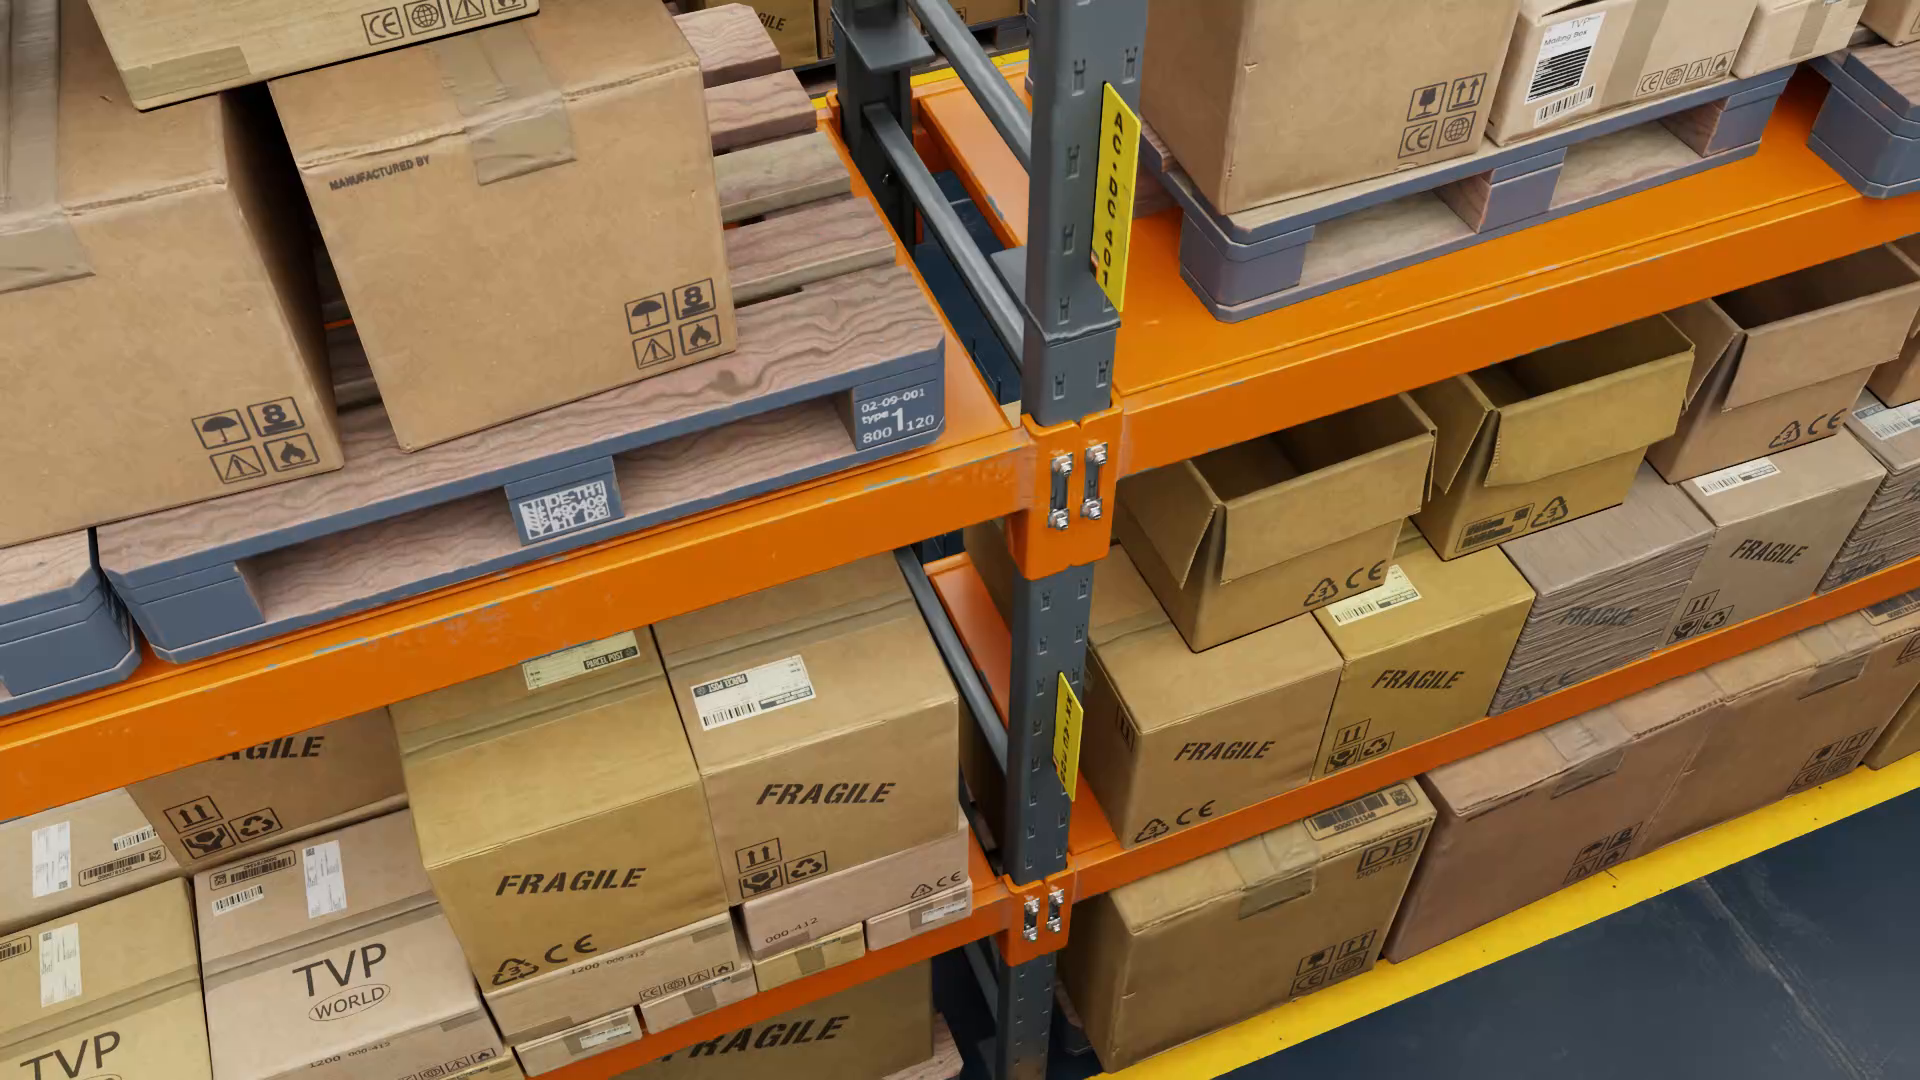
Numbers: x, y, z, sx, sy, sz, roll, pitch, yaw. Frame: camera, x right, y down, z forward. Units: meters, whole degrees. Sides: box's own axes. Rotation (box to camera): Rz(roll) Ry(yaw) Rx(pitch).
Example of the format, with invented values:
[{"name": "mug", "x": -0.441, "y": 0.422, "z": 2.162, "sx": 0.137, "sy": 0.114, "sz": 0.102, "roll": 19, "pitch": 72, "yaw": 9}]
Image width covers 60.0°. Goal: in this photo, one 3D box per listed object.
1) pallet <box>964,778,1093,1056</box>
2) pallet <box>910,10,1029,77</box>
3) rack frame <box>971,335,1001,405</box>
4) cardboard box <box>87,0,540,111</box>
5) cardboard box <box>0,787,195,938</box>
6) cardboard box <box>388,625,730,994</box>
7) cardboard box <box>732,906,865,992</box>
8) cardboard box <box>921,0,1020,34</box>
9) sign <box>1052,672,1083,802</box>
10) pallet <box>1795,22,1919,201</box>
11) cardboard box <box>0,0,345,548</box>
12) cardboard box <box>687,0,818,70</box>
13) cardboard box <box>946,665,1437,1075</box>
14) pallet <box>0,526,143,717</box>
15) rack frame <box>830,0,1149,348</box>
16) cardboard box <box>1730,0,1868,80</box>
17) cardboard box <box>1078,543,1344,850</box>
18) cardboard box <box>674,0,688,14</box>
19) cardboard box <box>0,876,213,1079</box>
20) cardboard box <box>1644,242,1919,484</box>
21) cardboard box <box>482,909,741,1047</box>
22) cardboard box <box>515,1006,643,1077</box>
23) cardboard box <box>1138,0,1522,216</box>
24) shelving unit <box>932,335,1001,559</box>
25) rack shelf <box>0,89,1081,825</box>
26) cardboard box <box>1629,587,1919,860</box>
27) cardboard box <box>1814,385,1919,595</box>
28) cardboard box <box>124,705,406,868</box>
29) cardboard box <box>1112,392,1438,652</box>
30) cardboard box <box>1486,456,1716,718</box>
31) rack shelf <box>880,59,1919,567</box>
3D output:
[{"name": "pallet", "x": 0.688, "y": 0.948, "z": 5.296, "sx": 1.213, "sy": 0.211, "sz": 1.003, "roll": -17, "pitch": 52, "yaw": -14}, {"name": "pallet", "x": 0.072, "y": -2.867, "z": 8.573, "sx": 1.213, "sy": 0.211, "sz": 1.003, "roll": -17, "pitch": 52, "yaw": -14}, {"name": "rack frame", "x": 0.087, "y": -0.320, "z": 5.932, "sx": 0.006, "sy": 0.900, "sz": 0.240, "roll": -17, "pitch": 52, "yaw": -14}, {"name": "cardboard box", "x": -0.871, "y": -0.844, "z": 2.117, "sx": 0.500, "sy": 0.250, "sz": 0.500, "roll": -20, "pitch": 52, "yaw": -17}, {"name": "cardboard box", "x": -1.931, "y": 0.645, "z": 3.622, "sx": 0.500, "sy": 0.250, "sz": 0.500, "roll": -17, "pitch": 51, "yaw": -14}, {"name": "cardboard box", "x": -0.788, "y": 0.482, "z": 3.267, "sx": 0.500, "sy": 0.500, "sz": 0.500, "roll": -17, "pitch": 51, "yaw": -14}, {"name": "cardboard box", "x": -0.395, "y": 0.788, "z": 3.762, "sx": 0.250, "sy": 0.149, "sz": 0.380, "roll": -16, "pitch": 51, "yaw": -14}, {"name": "cardboard box", "x": -0.026, "y": -2.859, "z": 8.099, "sx": 0.500, "sy": 0.500, "sz": 0.500, "roll": -16, "pitch": 51, "yaw": -14}, {"name": "sign", "x": 0.213, "y": 0.396, "z": 3.310, "sx": 0.005, "sy": 0.325, "sz": 0.100, "roll": -17, "pitch": 52, "yaw": -14}, {"name": "pallet", "x": 2.095, "y": -1.204, "z": 3.454, "sx": 1.213, "sy": 0.211, "sz": 1.003, "roll": -15, "pitch": 51, "yaw": -13}, {"name": "cardboard box", "x": -1.199, "y": -0.447, "z": 2.271, "sx": 0.500, "sy": 0.500, "sz": 0.700, "roll": -15, "pitch": 51, "yaw": -12}, {"name": "cardboard box", "x": -0.995, "y": -2.546, "z": 7.830, "sx": 0.500, "sy": 0.500, "sz": 0.500, "roll": -15, "pitch": 51, "yaw": -13}, {"name": "cardboard box", "x": 0.587, "y": 0.672, "z": 4.819, "sx": 0.875, "sy": 0.875, "sz": 1.225, "roll": -17, "pitch": 51, "yaw": -14}, {"name": "pallet", "x": -1.887, "y": -0.060, "z": 2.405, "sx": 1.213, "sy": 0.211, "sz": 1.003, "roll": -17, "pitch": 52, "yaw": -14}, {"name": "rack frame", "x": 0.002, "y": -1.640, "z": 1.727, "sx": 0.127, "sy": 3.000, "sz": 1.000, "roll": -17, "pitch": 52, "yaw": -14}, {"name": "cardboard box", "x": 1.437, "y": -1.040, "z": 3.077, "sx": 0.250, "sy": 0.149, "sz": 0.380, "roll": -19, "pitch": 52, "yaw": -16}, {"name": "cardboard box", "x": 0.522, "y": 0.325, "z": 3.927, "sx": 0.500, "sy": 0.500, "sz": 0.500, "roll": -17, "pitch": 51, "yaw": -14}, {"name": "cardboard box", "x": -1.190, "y": -2.910, "z": 8.143, "sx": 0.500, "sy": 0.500, "sz": 0.500, "roll": -18, "pitch": 52, "yaw": -15}, {"name": "cardboard box", "x": -1.728, "y": 1.017, "z": 3.302, "sx": 0.500, "sy": 0.250, "sz": 0.500, "roll": -18, "pitch": 52, "yaw": -15}, {"name": "cardboard box", "x": 1.799, "y": -0.612, "z": 4.071, "sx": 0.637, "sy": 0.503, "sz": 0.797, "roll": -16, "pitch": 51, "yaw": -13}, {"name": "cardboard box", "x": -0.786, "y": 0.727, "z": 3.551, "sx": 0.500, "sy": 0.250, "sz": 0.500, "roll": -16, "pitch": 51, "yaw": -13}, {"name": "cardboard box", "x": -0.870, "y": 0.935, "z": 3.635, "sx": 0.250, "sy": 0.149, "sz": 0.380, "roll": -16, "pitch": 51, "yaw": -14}, {"name": "cardboard box", "x": 0.535, "y": -1.006, "z": 2.817, "sx": 0.500, "sy": 0.500, "sz": 0.700, "roll": -16, "pitch": 51, "yaw": -13}, {"name": "shelving unit", "x": -0.008, "y": -0.291, "z": 5.907, "sx": 0.210, "sy": 0.900, "sz": 0.258, "roll": -17, "pitch": 52, "yaw": -14}, {"name": "rack shelf", "x": -1.850, "y": 0.145, "z": 2.645, "sx": 4.000, "sy": 0.370, "sz": 1.077, "roll": -17, "pitch": 52, "yaw": -14}, {"name": "cardboard box", "x": 2.230, "y": 0.156, "z": 5.263, "sx": 0.875, "sy": 0.875, "sz": 1.225, "roll": -17, "pitch": 51, "yaw": -14}, {"name": "cardboard box", "x": 2.399, "y": -0.260, "z": 4.430, "sx": 0.500, "sy": 0.500, "sz": 0.500, "roll": -19, "pitch": 52, "yaw": -15}, {"name": "cardboard box", "x": -1.477, "y": 0.268, "z": 3.451, "sx": 0.500, "sy": 0.500, "sz": 0.500, "roll": -19, "pitch": 52, "yaw": -15}, {"name": "cardboard box", "x": 0.590, "y": -0.234, "z": 3.747, "sx": 0.637, "sy": 0.503, "sz": 0.797, "roll": -18, "pitch": 52, "yaw": -15}, {"name": "cardboard box", "x": 1.451, "y": 0.037, "z": 4.175, "sx": 0.500, "sy": 0.500, "sz": 0.500, "roll": -18, "pitch": 52, "yaw": -15}, {"name": "rack shelf", "x": 1.854, "y": -1.002, "z": 3.631, "sx": 4.000, "sy": 0.370, "sz": 1.077, "roll": -17, "pitch": 52, "yaw": -14}]
